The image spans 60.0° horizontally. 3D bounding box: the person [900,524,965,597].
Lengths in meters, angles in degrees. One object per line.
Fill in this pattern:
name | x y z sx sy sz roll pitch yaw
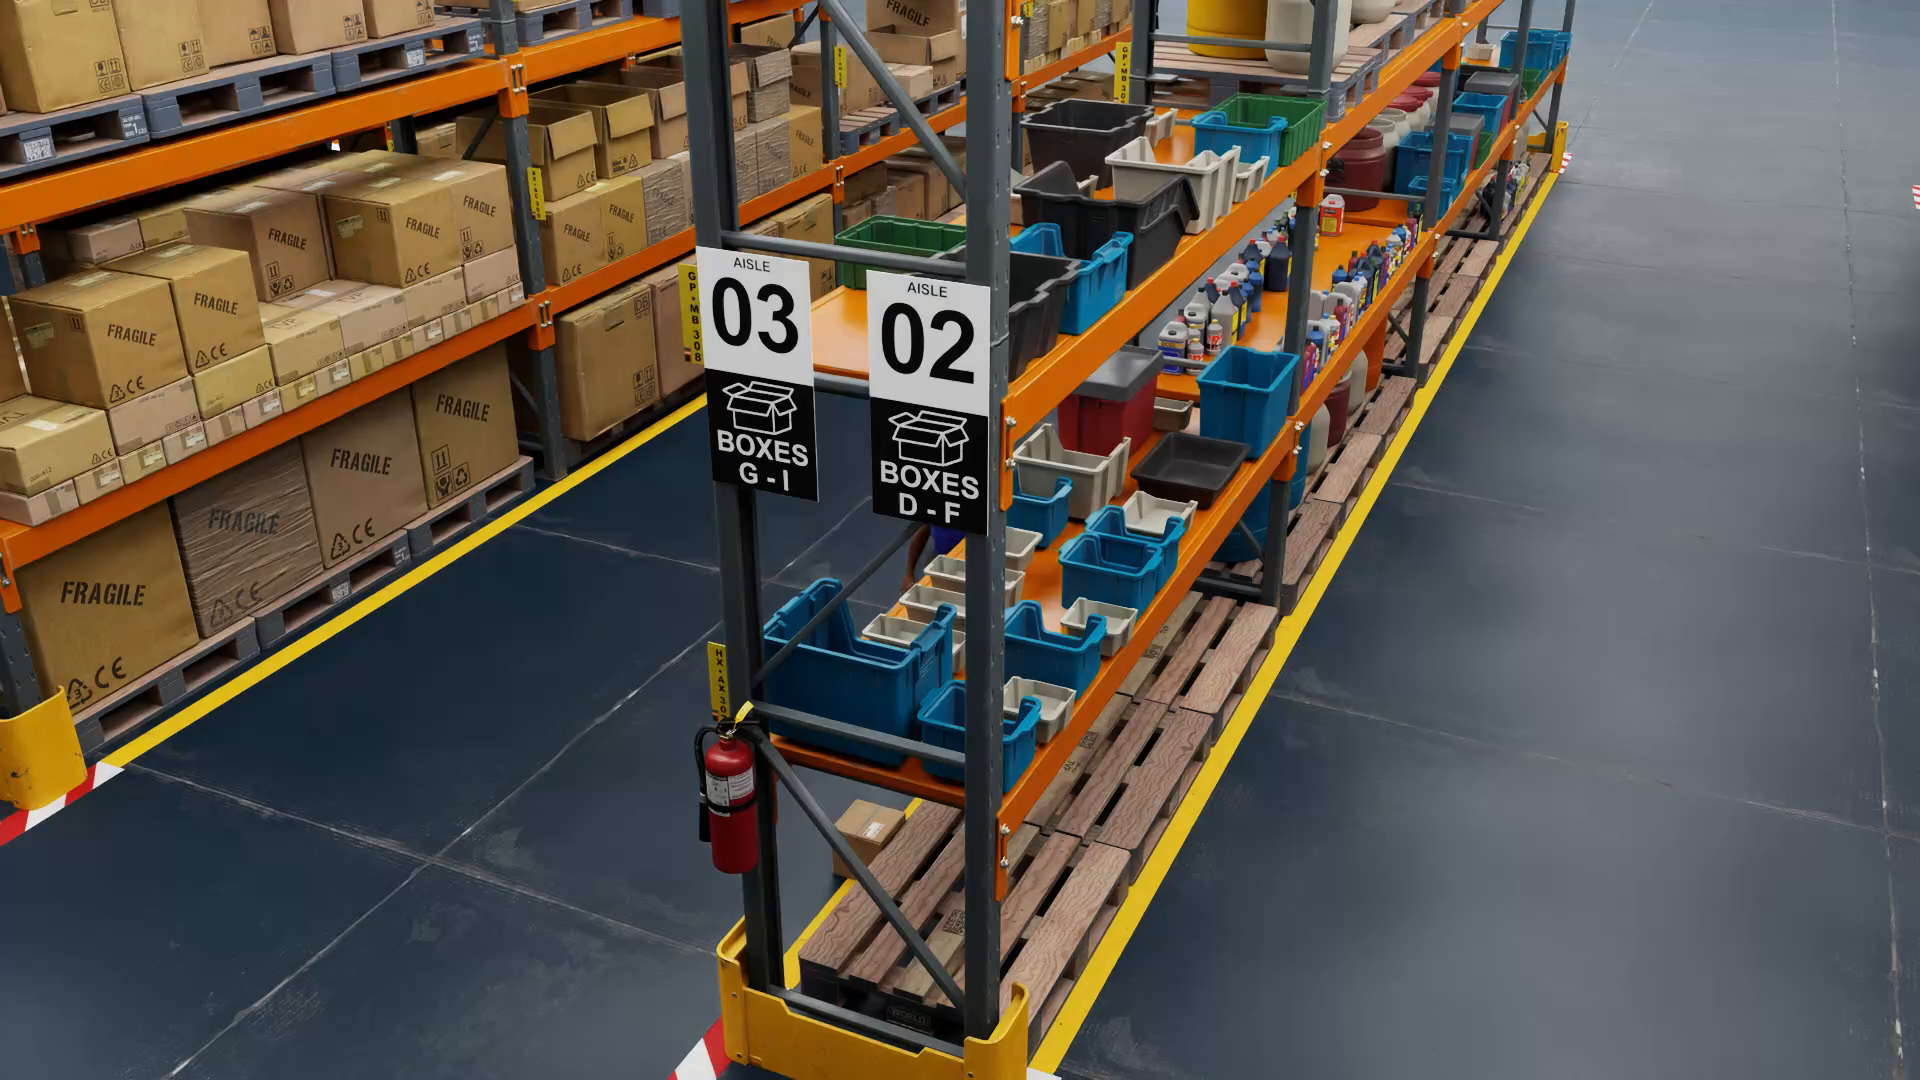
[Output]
person | -0.015 0.182 8.219 0.553 1.648 0.465 5 27 11
